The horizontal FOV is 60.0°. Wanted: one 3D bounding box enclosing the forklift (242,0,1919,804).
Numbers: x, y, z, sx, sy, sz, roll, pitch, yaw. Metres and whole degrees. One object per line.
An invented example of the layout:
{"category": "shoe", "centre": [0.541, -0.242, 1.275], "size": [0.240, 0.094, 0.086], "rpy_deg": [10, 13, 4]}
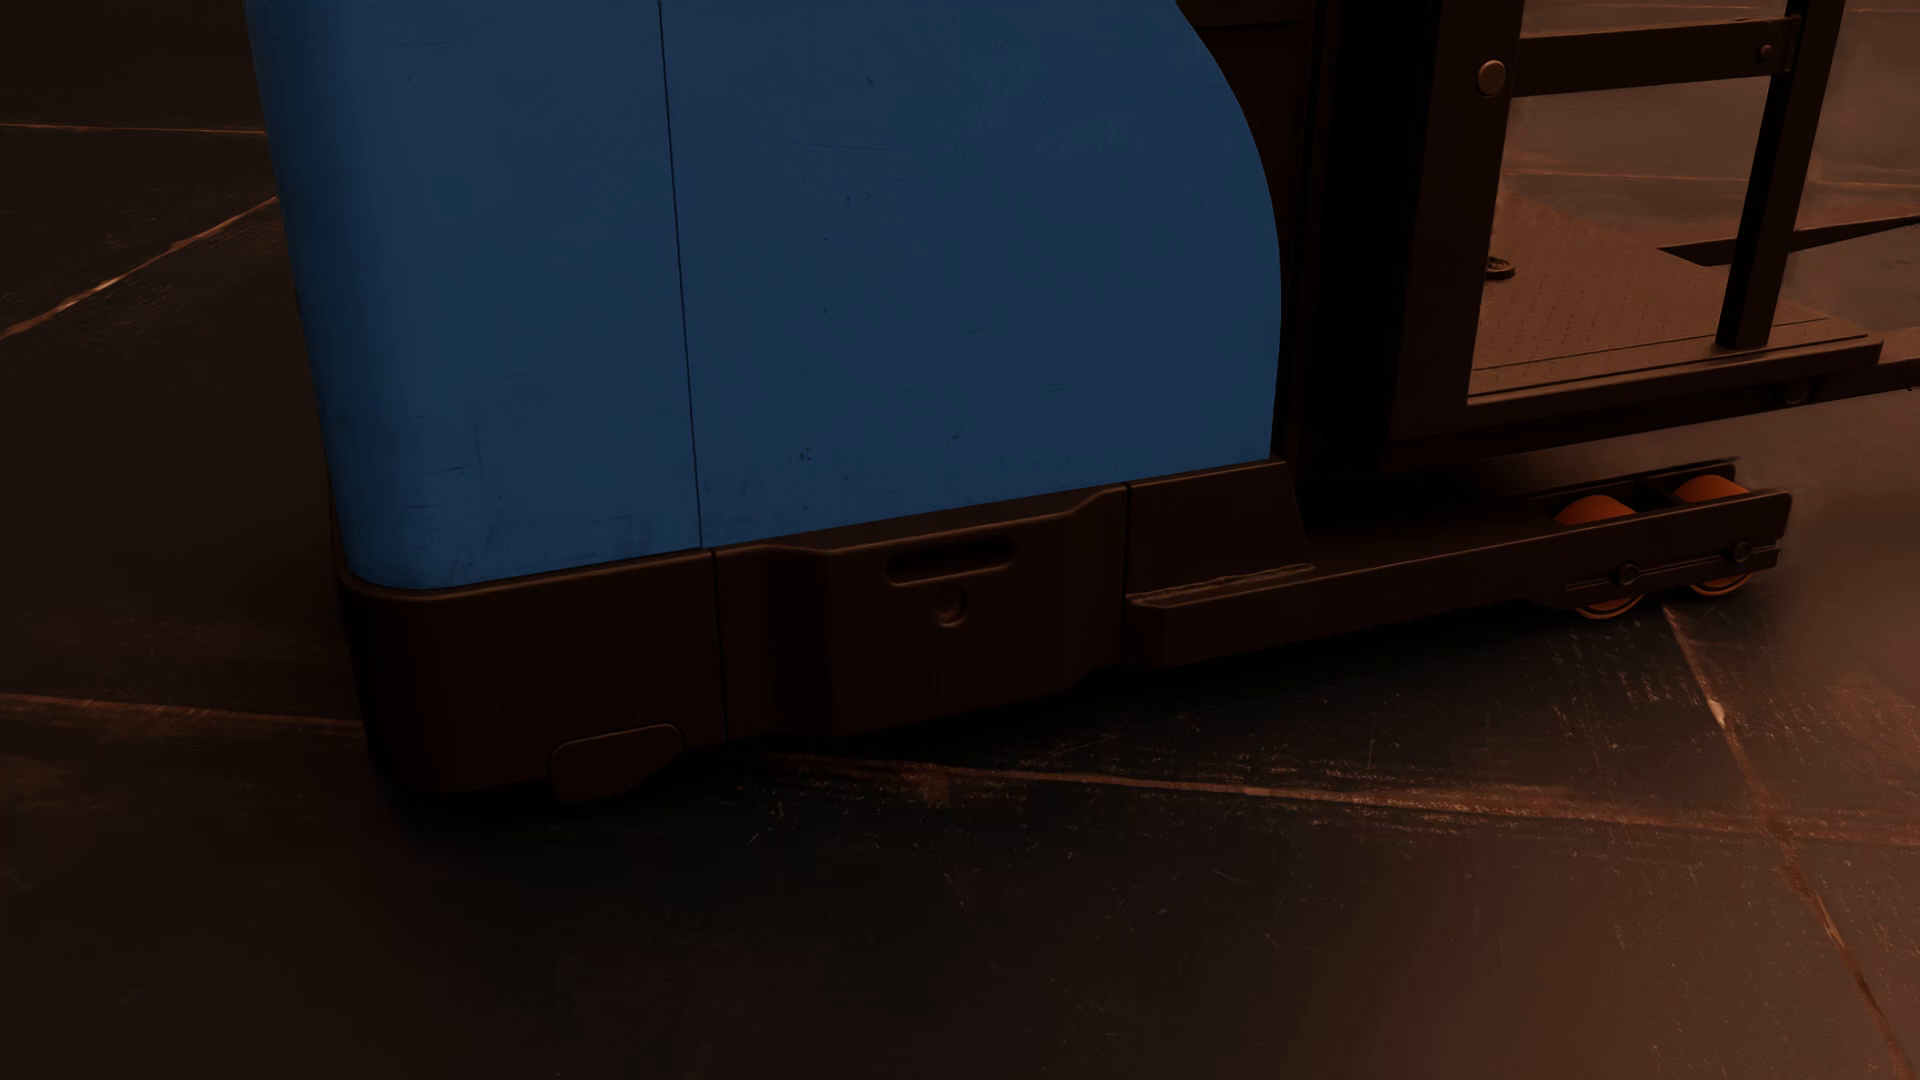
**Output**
{"category": "forklift", "centre": [0.619, -1.414, 2.051], "size": [3.031, 2.935, 1.130], "rpy_deg": [-9, 28, -18]}
